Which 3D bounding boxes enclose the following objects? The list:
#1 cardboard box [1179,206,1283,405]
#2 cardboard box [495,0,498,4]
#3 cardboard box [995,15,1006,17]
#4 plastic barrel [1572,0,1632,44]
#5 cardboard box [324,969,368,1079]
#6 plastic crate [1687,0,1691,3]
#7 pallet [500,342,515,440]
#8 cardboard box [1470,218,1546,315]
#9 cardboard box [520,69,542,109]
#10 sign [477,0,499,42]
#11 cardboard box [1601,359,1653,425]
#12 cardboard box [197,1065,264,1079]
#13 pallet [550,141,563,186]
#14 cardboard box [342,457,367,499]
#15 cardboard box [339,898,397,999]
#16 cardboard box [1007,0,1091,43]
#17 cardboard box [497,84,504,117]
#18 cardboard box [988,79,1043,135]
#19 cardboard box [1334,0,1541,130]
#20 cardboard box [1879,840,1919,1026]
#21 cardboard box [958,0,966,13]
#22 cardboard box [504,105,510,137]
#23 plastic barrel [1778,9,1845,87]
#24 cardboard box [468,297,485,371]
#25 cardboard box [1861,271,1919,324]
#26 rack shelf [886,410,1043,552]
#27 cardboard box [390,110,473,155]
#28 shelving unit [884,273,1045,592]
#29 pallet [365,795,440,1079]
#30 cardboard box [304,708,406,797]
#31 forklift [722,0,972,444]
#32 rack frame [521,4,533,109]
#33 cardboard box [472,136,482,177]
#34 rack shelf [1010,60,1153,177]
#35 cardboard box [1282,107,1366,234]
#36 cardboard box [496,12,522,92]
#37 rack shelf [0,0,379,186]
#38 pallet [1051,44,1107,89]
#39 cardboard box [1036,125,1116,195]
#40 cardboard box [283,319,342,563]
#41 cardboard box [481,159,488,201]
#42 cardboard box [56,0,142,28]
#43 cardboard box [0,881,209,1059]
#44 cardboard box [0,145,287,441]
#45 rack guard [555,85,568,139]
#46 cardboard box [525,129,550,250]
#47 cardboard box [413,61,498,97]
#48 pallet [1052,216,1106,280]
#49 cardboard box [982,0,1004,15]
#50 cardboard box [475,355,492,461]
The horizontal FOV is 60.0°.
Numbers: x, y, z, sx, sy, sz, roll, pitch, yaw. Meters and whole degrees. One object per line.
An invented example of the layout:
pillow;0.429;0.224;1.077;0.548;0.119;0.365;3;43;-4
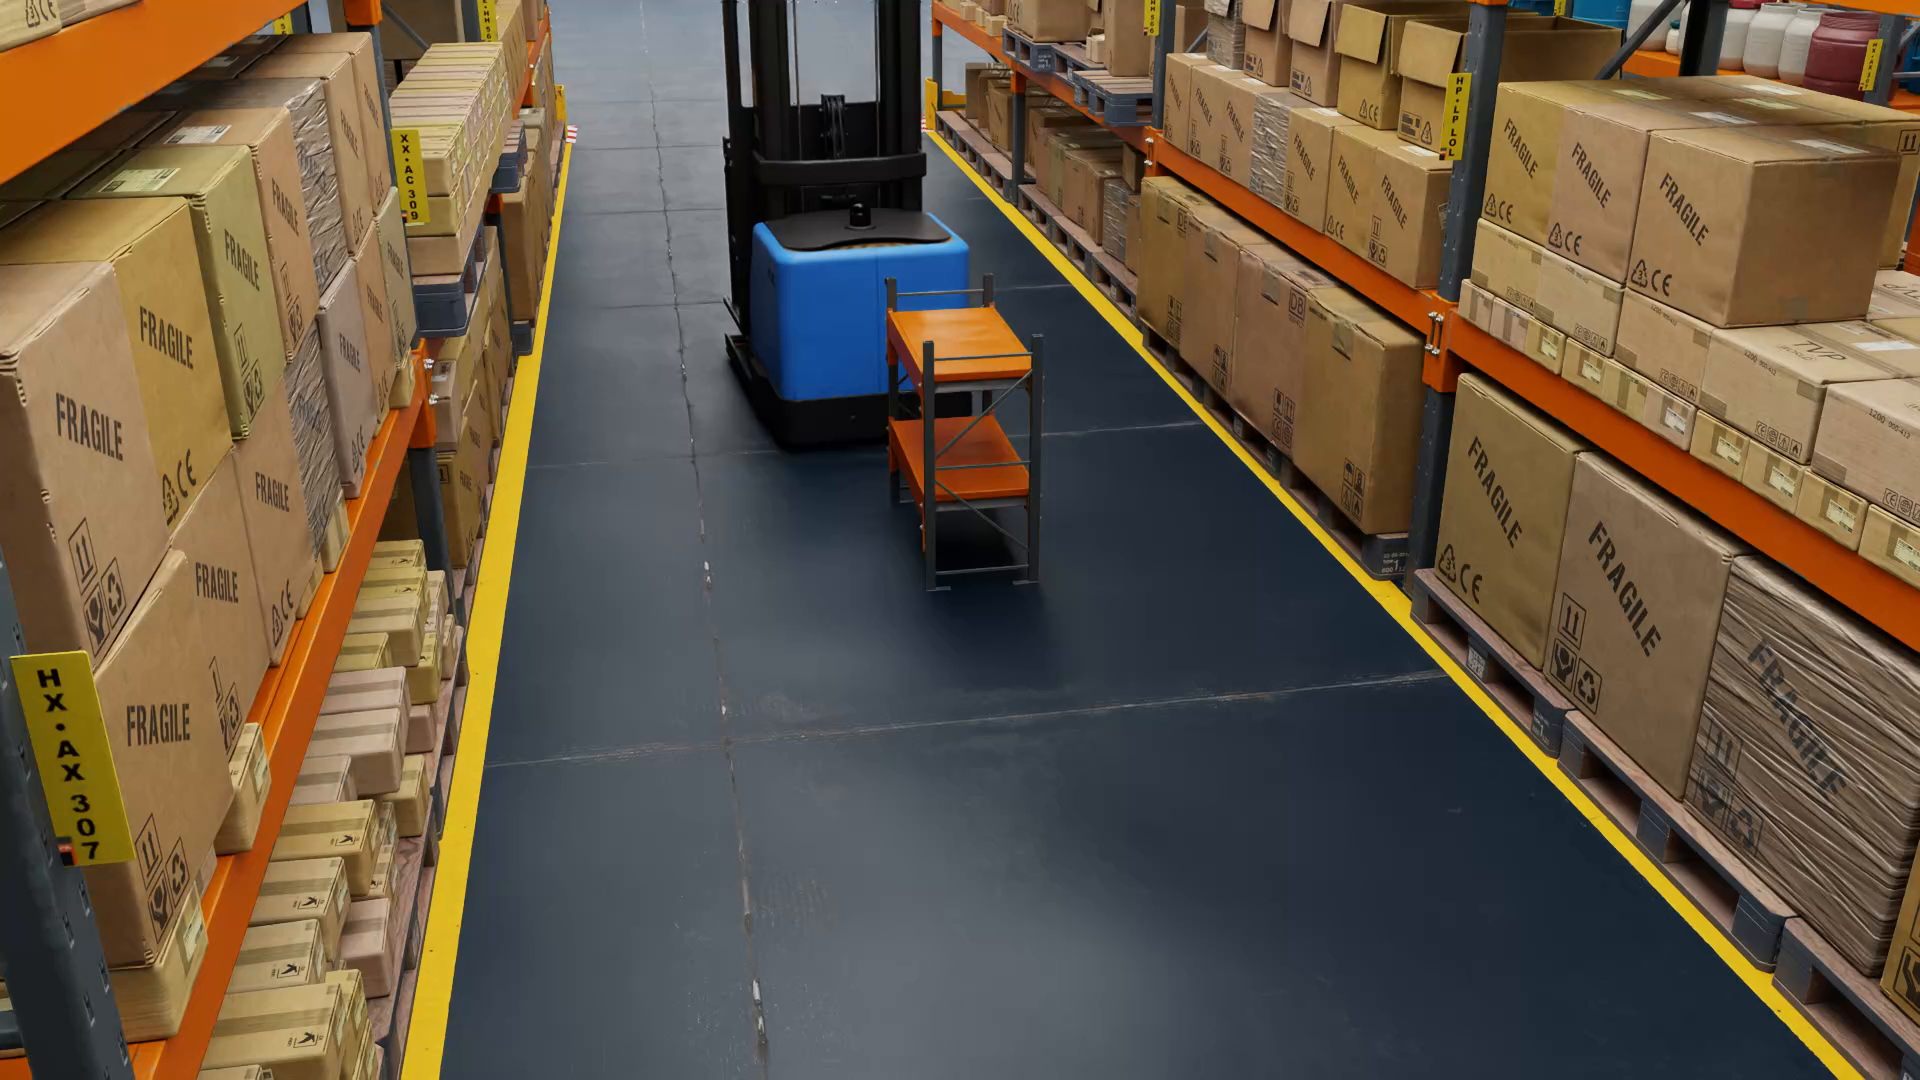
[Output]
cardboard box;1.951;-1.333;9.185;1.225;0.875;0.875;-4;24;-10
cardboard box;-3.849;-4.294;12.459;0.700;0.500;0.500;-5;24;-11
cardboard box;0.521;-4.660;14.985;0.380;0.149;0.250;-4;24;-10
plastic barrel;5.588;-4.734;14.215;0.600;0.901;0.708;-4;24;-10
cardboard box;-1.640;1.178;3.972;0.380;0.149;0.250;-4;24;-8
plastic crate;6.324;-4.260;13.777;0.392;0.384;0.575;-4;24;-10
pallet;-3.064;-0.826;9.377;1.003;0.211;1.213;-4;24;-10
cardboard box;2.255;-1.029;6.173;0.500;0.250;0.500;-5;24;-11
cardboard box;-3.994;-3.456;14.045;0.875;0.875;0.875;-4;24;-9
sign;-2.675;-2.949;9.408;0.100;0.325;0.005;-4;24;-10
cardboard box;2.349;-0.498;5.457;0.380;0.149;0.250;-5;24;-10
cardboard box;-1.660;1.246;3.443;0.380;0.149;0.250;-4;24;-9
pallet;-4.239;-3.492;15.483;1.003;0.211;1.213;-4;24;-10
cardboard box;-1.936;-0.217;4.813;0.380;0.149;0.250;-5;24;-12
cardboard box;-1.732;1.119;4.477;0.380;0.149;0.250;-5;24;-12
cardboard box;0.956;-4.456;12.932;1.000;1.000;1.000;-4;24;-9
cardboard box;-2.566;-2.256;8.585;0.380;0.149;0.250;-4;24;-8
cardboard box;0.547;-4.205;16.229;0.500;0.500;0.500;-2;24;-5
cardboard box;2.184;-2.192;7.643;0.797;0.503;0.637;-4;24;-9
cardboard box;2.969;0.944;3.972;0.875;0.875;0.875;-4;24;-10
cardboard box;0.190;-5.246;16.327;0.380;0.149;0.250;-4;24;-10
cardboard box;-2.620;-2.231;8.899;0.380;0.149;0.250;-4;24;-10
plastic barrel;6.154;-3.545;11.980;0.421;0.512;0.421;0;24;0
cardboard box;-2.535;-0.949;7.836;0.500;0.250;0.500;-3;24;-8
cardboard box;2.958;-0.674;5.362;0.500;0.250;0.500;-4;24;-9
rack shelf;0.001;-0.289;7.617;0.538;0.278;1.000;-4;24;-10
cardboard box;-2.234;-1.685;6.907;0.380;0.149;0.250;-5;24;-10
shelving unit;0.001;-0.513;7.519;0.538;1.125;1.048;-4;24;-10
pallet;-2.079;1.182;4.779;1.003;0.211;1.213;-4;24;-10
cardboard box;-1.832;0.632;4.850;0.380;0.149;0.250;-5;24;-12
forklift;-0.822;-2.409;9.604;1.130;2.935;3.031;-6;24;-14
rack frame;-3.947;-3.985;13.126;1.000;3.000;0.127;-4;24;-10
cardboard box;-2.287;-1.652;7.202;0.380;0.149;0.250;-3;24;-8
rack shelf;1.316;-3.196;12.218;1.077;0.370;4.000;-4;24;-10
cardboard box;1.883;-1.775;7.941;0.500;0.500;0.500;-5;24;-10
cardboard box;-3.400;-3.447;11.771;0.500;0.500;0.500;-4;24;-9
rack shelf;-2.097;-1.096;3.663;1.077;0.370;4.000;-4;24;-10
pallet;1.280;-3.426;12.087;1.003;0.211;1.213;-4;24;-10
cardboard box;1.039;-3.125;13.731;0.700;0.500;0.500;-6;24;-14
cardboard box;-1.842;-0.246;4.069;0.500;0.500;0.500;-5;24;-11
cardboard box;-2.335;-1.617;7.495;0.380;0.149;0.250;-5;24;-11
cardboard box;-1.652;-0.973;2.671;0.500;0.250;0.500;-4;24;-8
cardboard box;-1.465;0.699;2.716;0.380;0.149;0.250;-4;24;-10
cardboard box;-1.724;-0.505;3.414;0.500;0.500;0.500;-5;24;-11
rack guard;-4.691;-4.422;17.250;1.175;0.500;0.348;-4;24;-10
cardboard box;-3.569;-2.529;12.079;1.050;0.750;0.750;-4;24;-10
cardboard box;-2.520;-2.296;8.304;0.380;0.149;0.250;-4;24;-8
pallet;1.321;-2.247;12.631;1.003;0.211;1.213;-4;24;-10
cardboard box;0.675;-5.064;15.101;0.875;0.500;0.500;-4;24;-10
cardboard box;-2.553;-0.608;7.993;0.500;0.500;0.500;-4;24;-9
